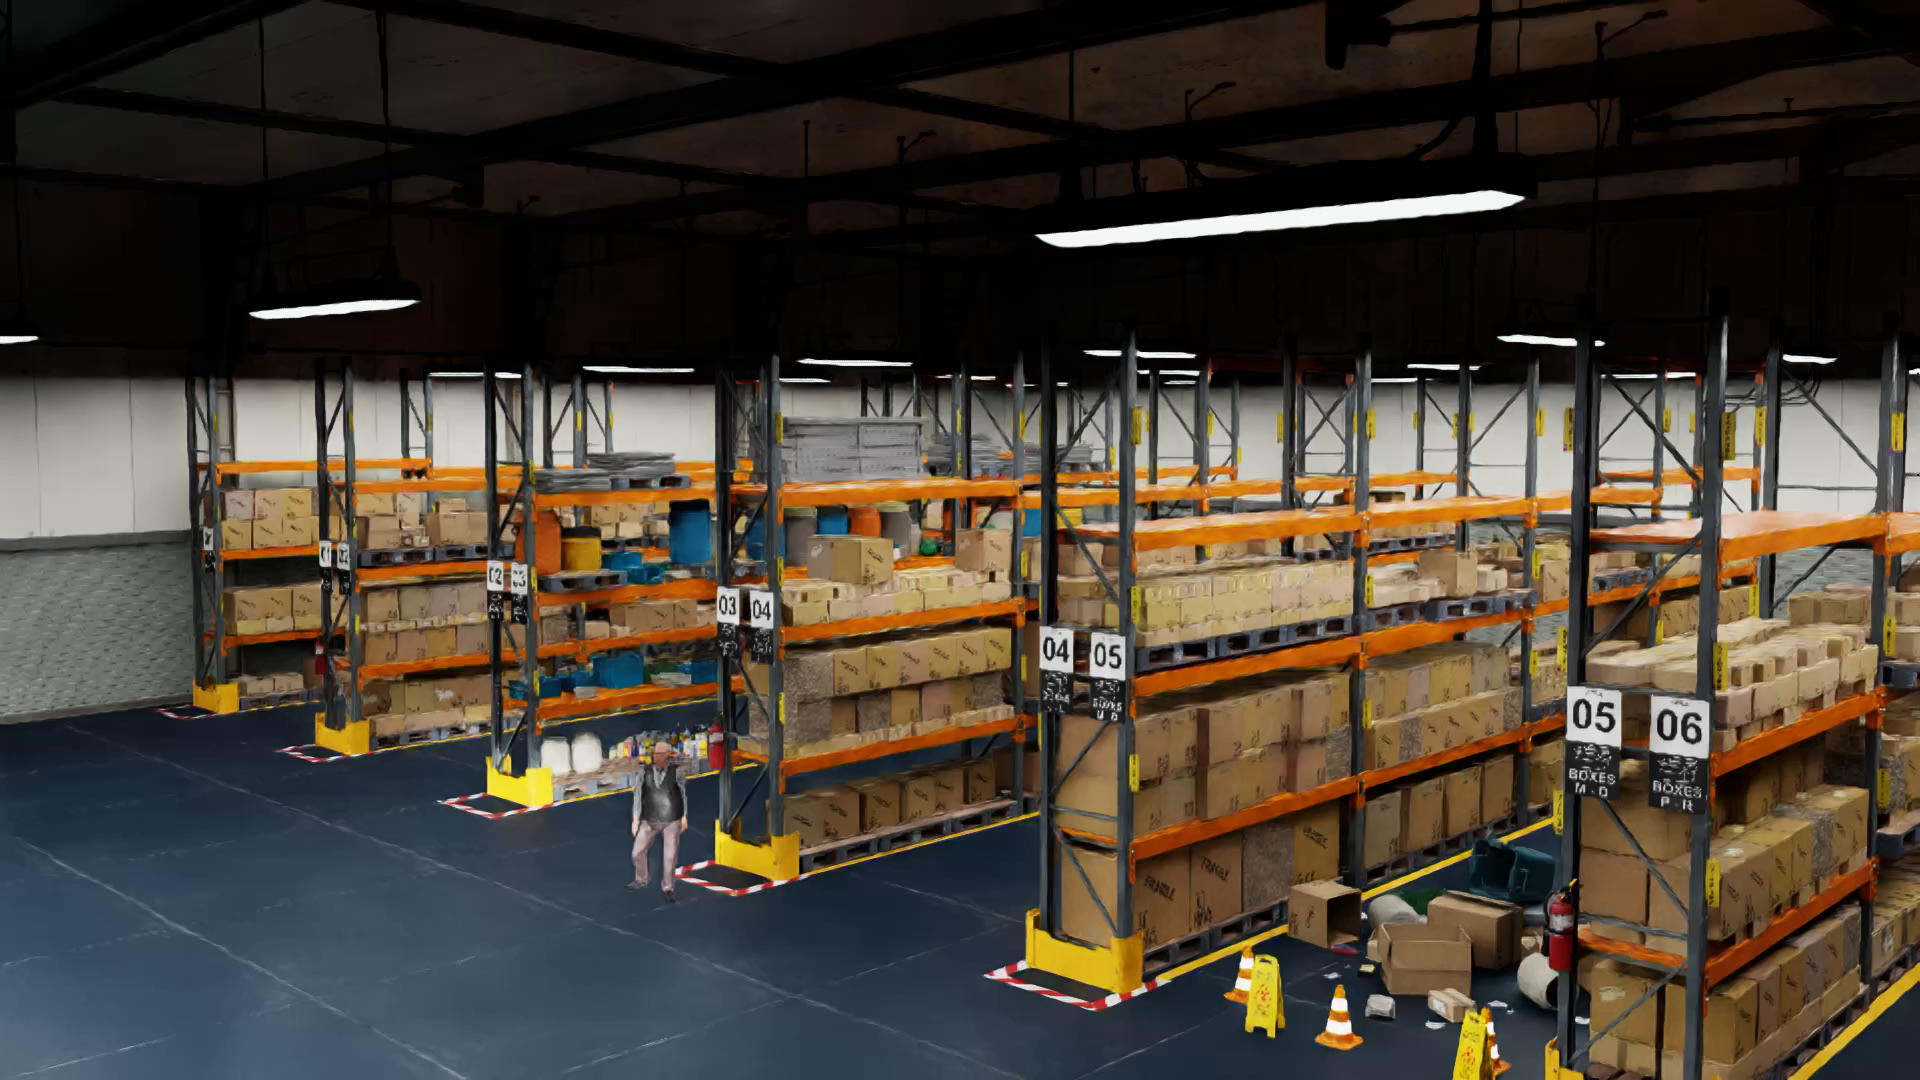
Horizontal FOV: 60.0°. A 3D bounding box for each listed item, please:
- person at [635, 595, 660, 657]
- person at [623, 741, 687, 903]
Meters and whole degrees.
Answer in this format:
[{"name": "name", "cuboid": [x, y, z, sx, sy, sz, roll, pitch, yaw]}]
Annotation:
[{"name": "person", "cuboid": [-6.248, 1.831, 32.919, 0.455, 1.588, 1.089, 4, 6, 41]}, {"name": "person", "cuboid": [-3.259, 2.961, 17.640, 0.728, 1.713, 0.516, 0, 4, 2]}]
